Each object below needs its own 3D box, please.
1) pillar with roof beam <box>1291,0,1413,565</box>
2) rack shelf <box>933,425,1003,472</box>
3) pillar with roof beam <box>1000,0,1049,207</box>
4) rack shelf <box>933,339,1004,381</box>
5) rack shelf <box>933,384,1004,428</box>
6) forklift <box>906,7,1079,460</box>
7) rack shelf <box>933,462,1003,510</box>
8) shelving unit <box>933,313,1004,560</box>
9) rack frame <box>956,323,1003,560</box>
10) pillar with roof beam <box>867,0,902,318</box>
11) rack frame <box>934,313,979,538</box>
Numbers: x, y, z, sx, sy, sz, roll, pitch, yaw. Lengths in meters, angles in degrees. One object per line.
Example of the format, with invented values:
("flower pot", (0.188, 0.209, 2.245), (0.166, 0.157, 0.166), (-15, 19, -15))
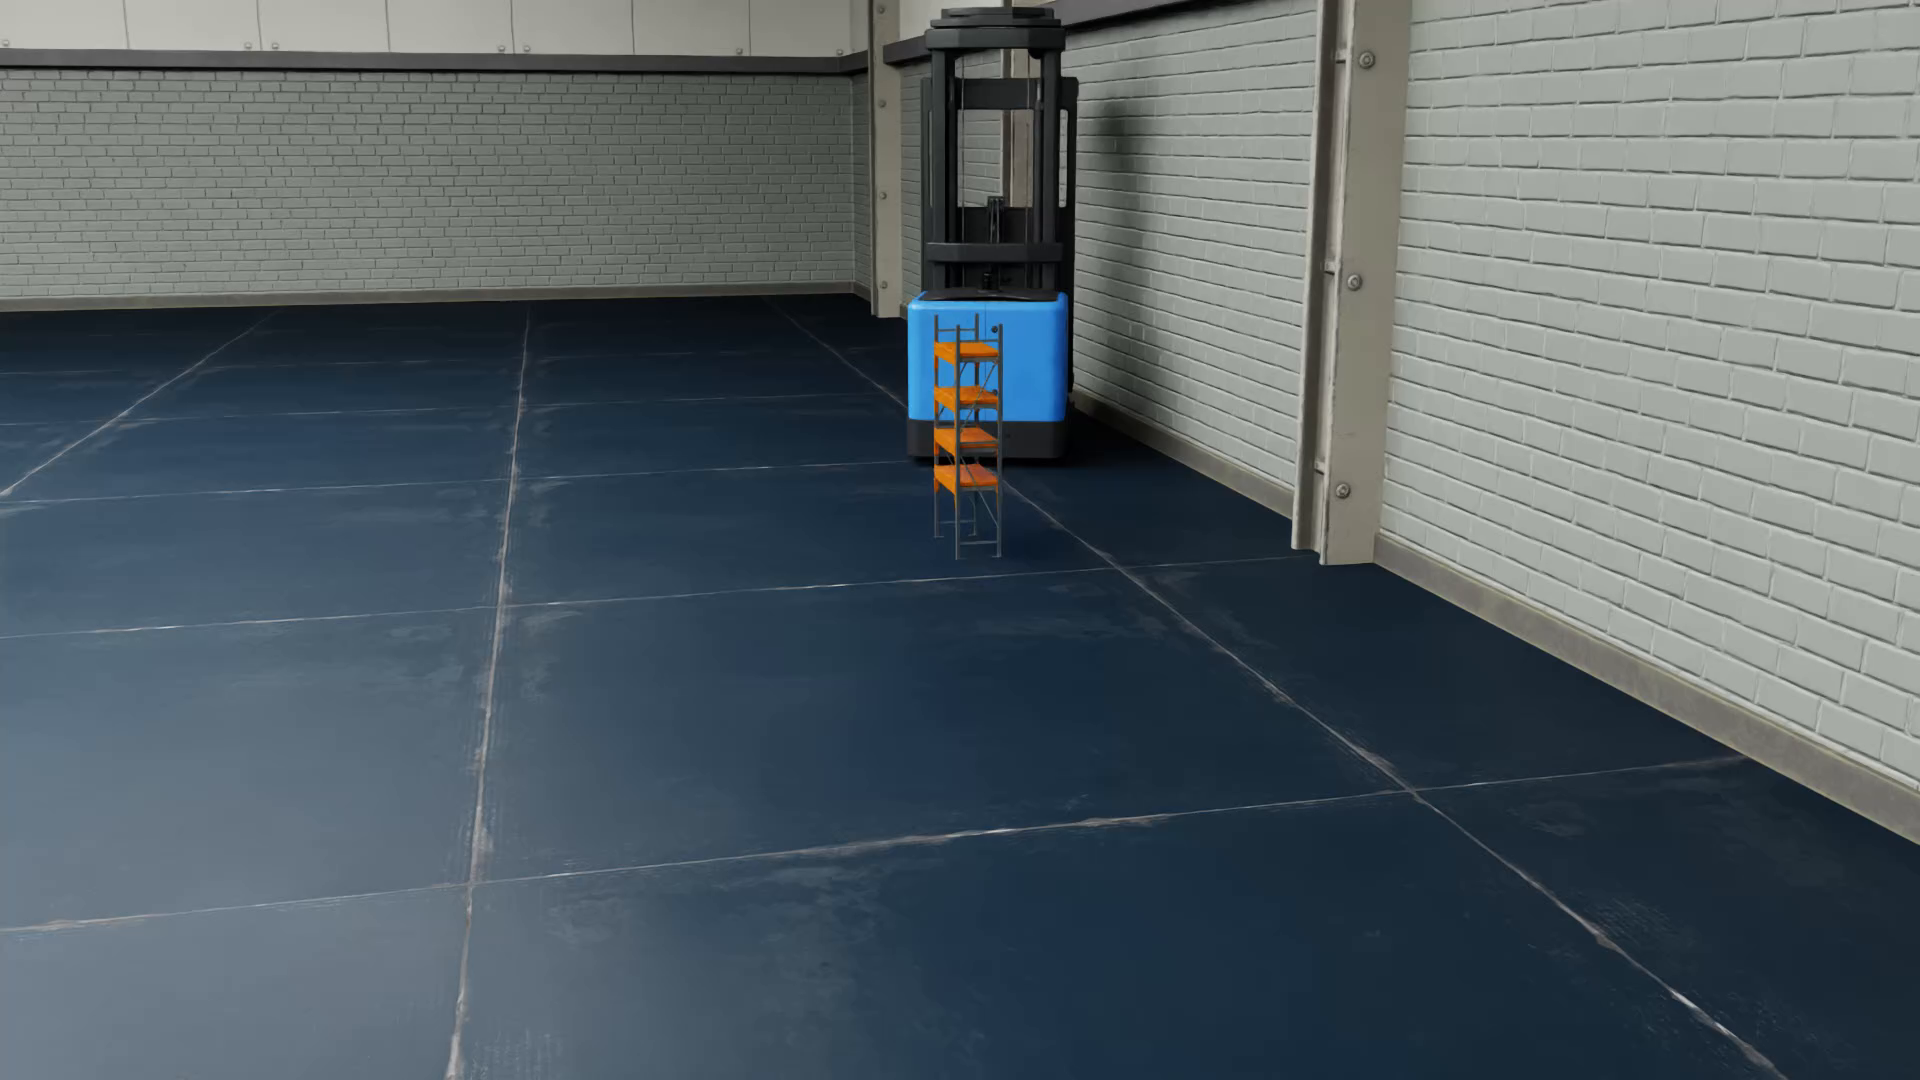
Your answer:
("pillar with roof beam", (-2.243, -4.057, 6.572), (9.100, 9.000, 0.400), (-3, 14, -13))
("rack shelf", (0.039, -0.479, 8.644), (0.258, 0.148, 0.480), (-3, 14, -13))
("pillar with roof beam", (-3.653, -5.441, 12.238), (9.100, 9.000, 0.400), (-3, 14, -13))
("rack shelf", (0.039, -0.926, 8.535), (0.258, 0.148, 0.480), (-3, 14, -13))
("rack shelf", (0.039, -0.697, 8.591), (0.258, 0.148, 0.480), (-3, 14, -13))
("forklift", (0.288, -2.249, 11.957), (1.130, 2.935, 3.031), (1, 14, 5))
("rack shelf", (0.039, -0.286, 8.691), (0.258, 0.148, 0.480), (-3, 14, -13))
("shelving unit", (0.039, -0.545, 8.628), (0.258, 1.200, 0.503), (-3, 14, -13))
("rack frame", (0.096, -0.488, 8.398), (0.240, 1.200, 0.015), (-3, 14, -13))
("pillar with roof beam", (-5.062, -6.825, 17.904), (9.100, 9.000, 0.400), (-3, 14, -13))
("rack frame", (-0.018, -0.601, 8.859), (0.240, 1.200, 0.015), (-3, 14, -13))
